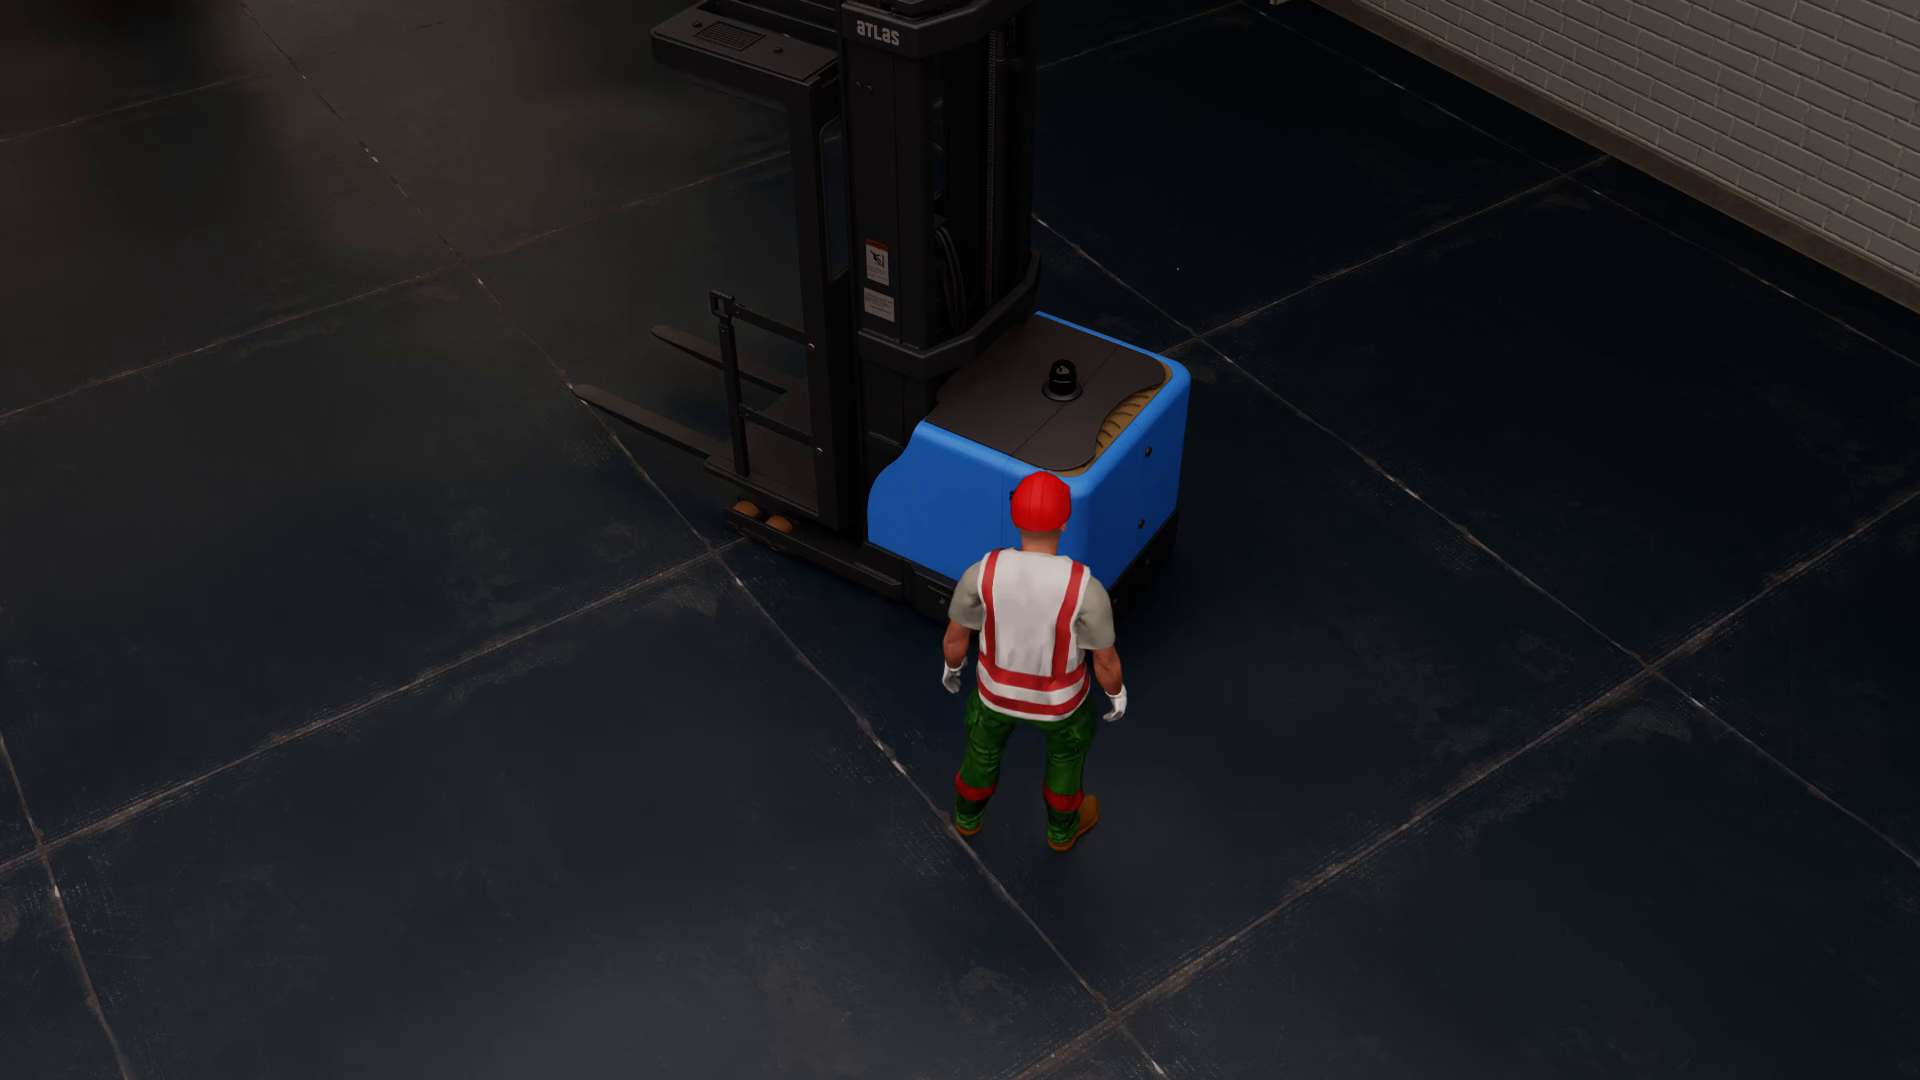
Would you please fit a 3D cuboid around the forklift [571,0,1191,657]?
[{"bbox_3d":[-0.511,-1.302,7.129,3.031,2.935,1.130,24,48,24],"label":"forklift"}]

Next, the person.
[{"bbox_3d":[0.275,0.497,6.029,0.678,1.778,0.449,10,44,11],"label":"person"}]
